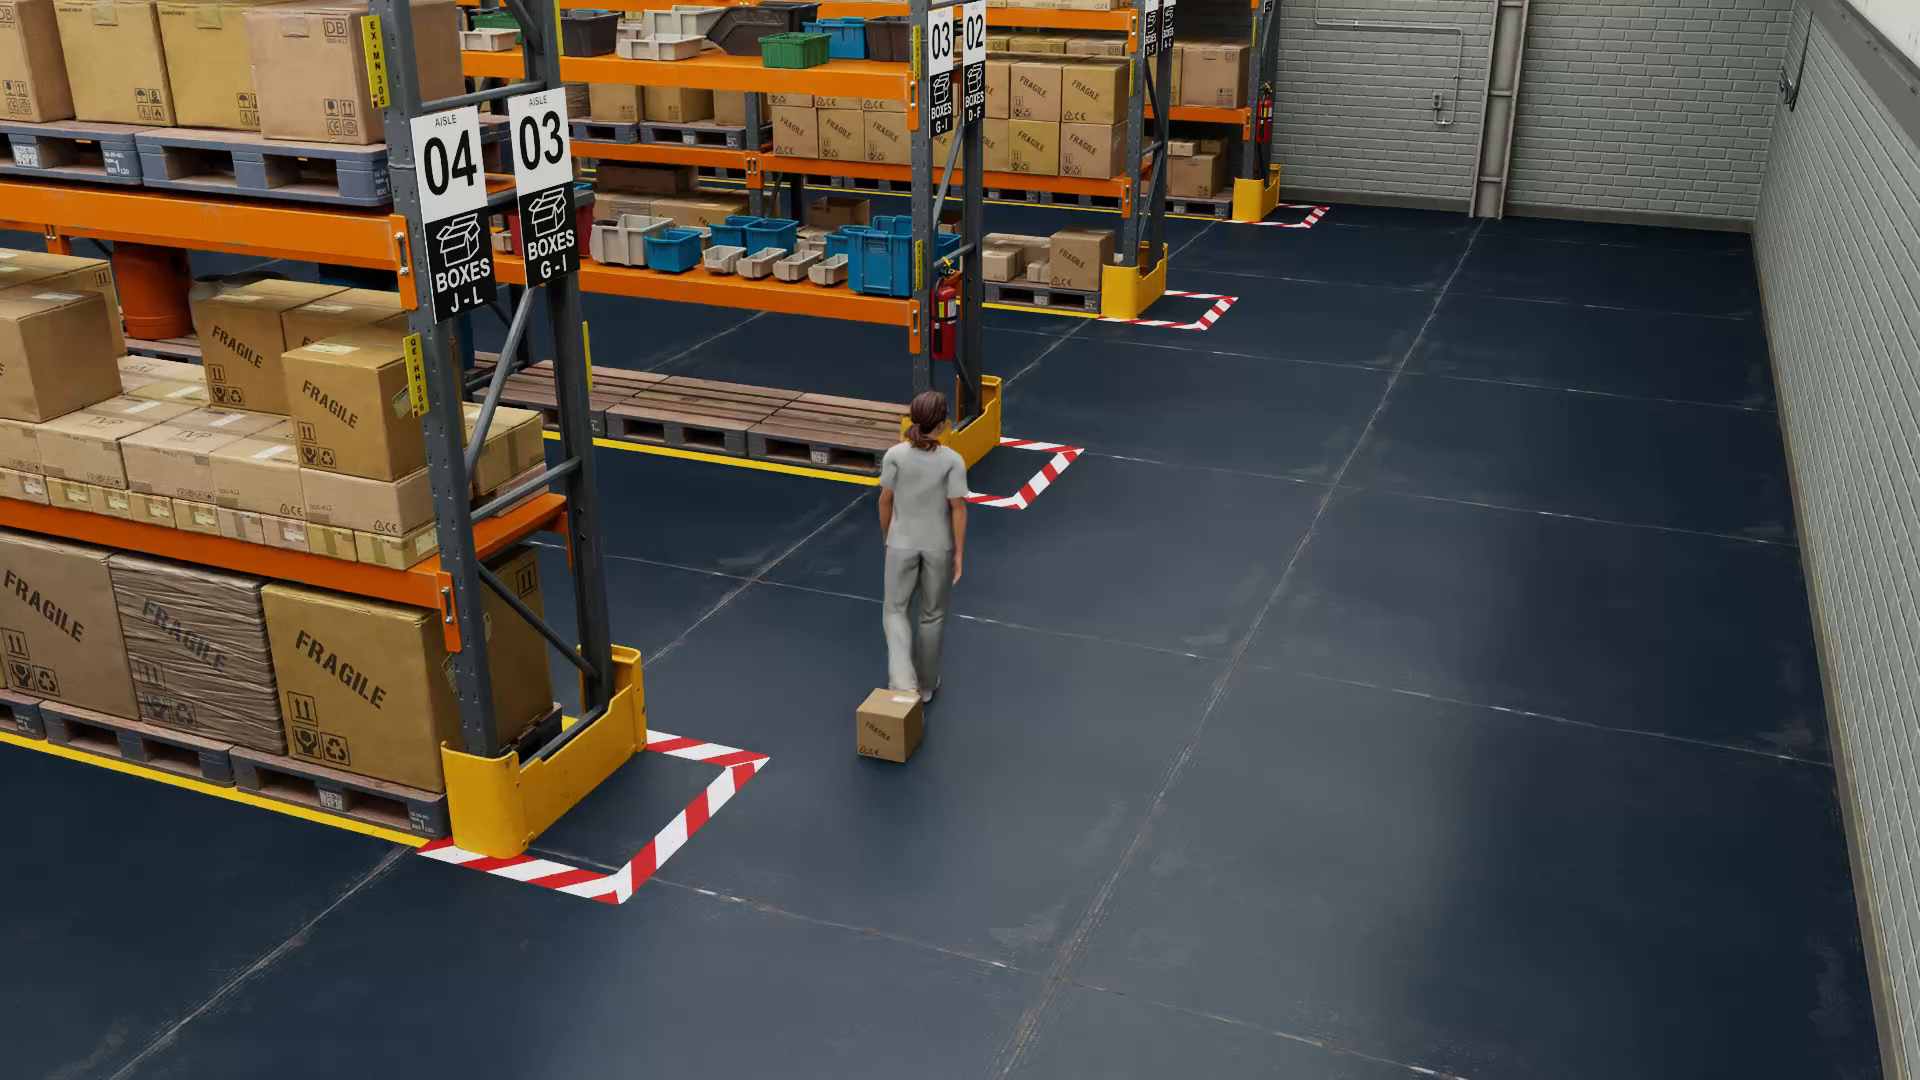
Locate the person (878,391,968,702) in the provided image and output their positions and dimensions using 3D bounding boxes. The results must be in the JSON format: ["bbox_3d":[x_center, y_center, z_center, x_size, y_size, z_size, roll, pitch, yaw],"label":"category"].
[{"bbox_3d":[-0.211,0.087,8.380,0.501,1.666,0.616,1,22,3],"label":"person"}]
